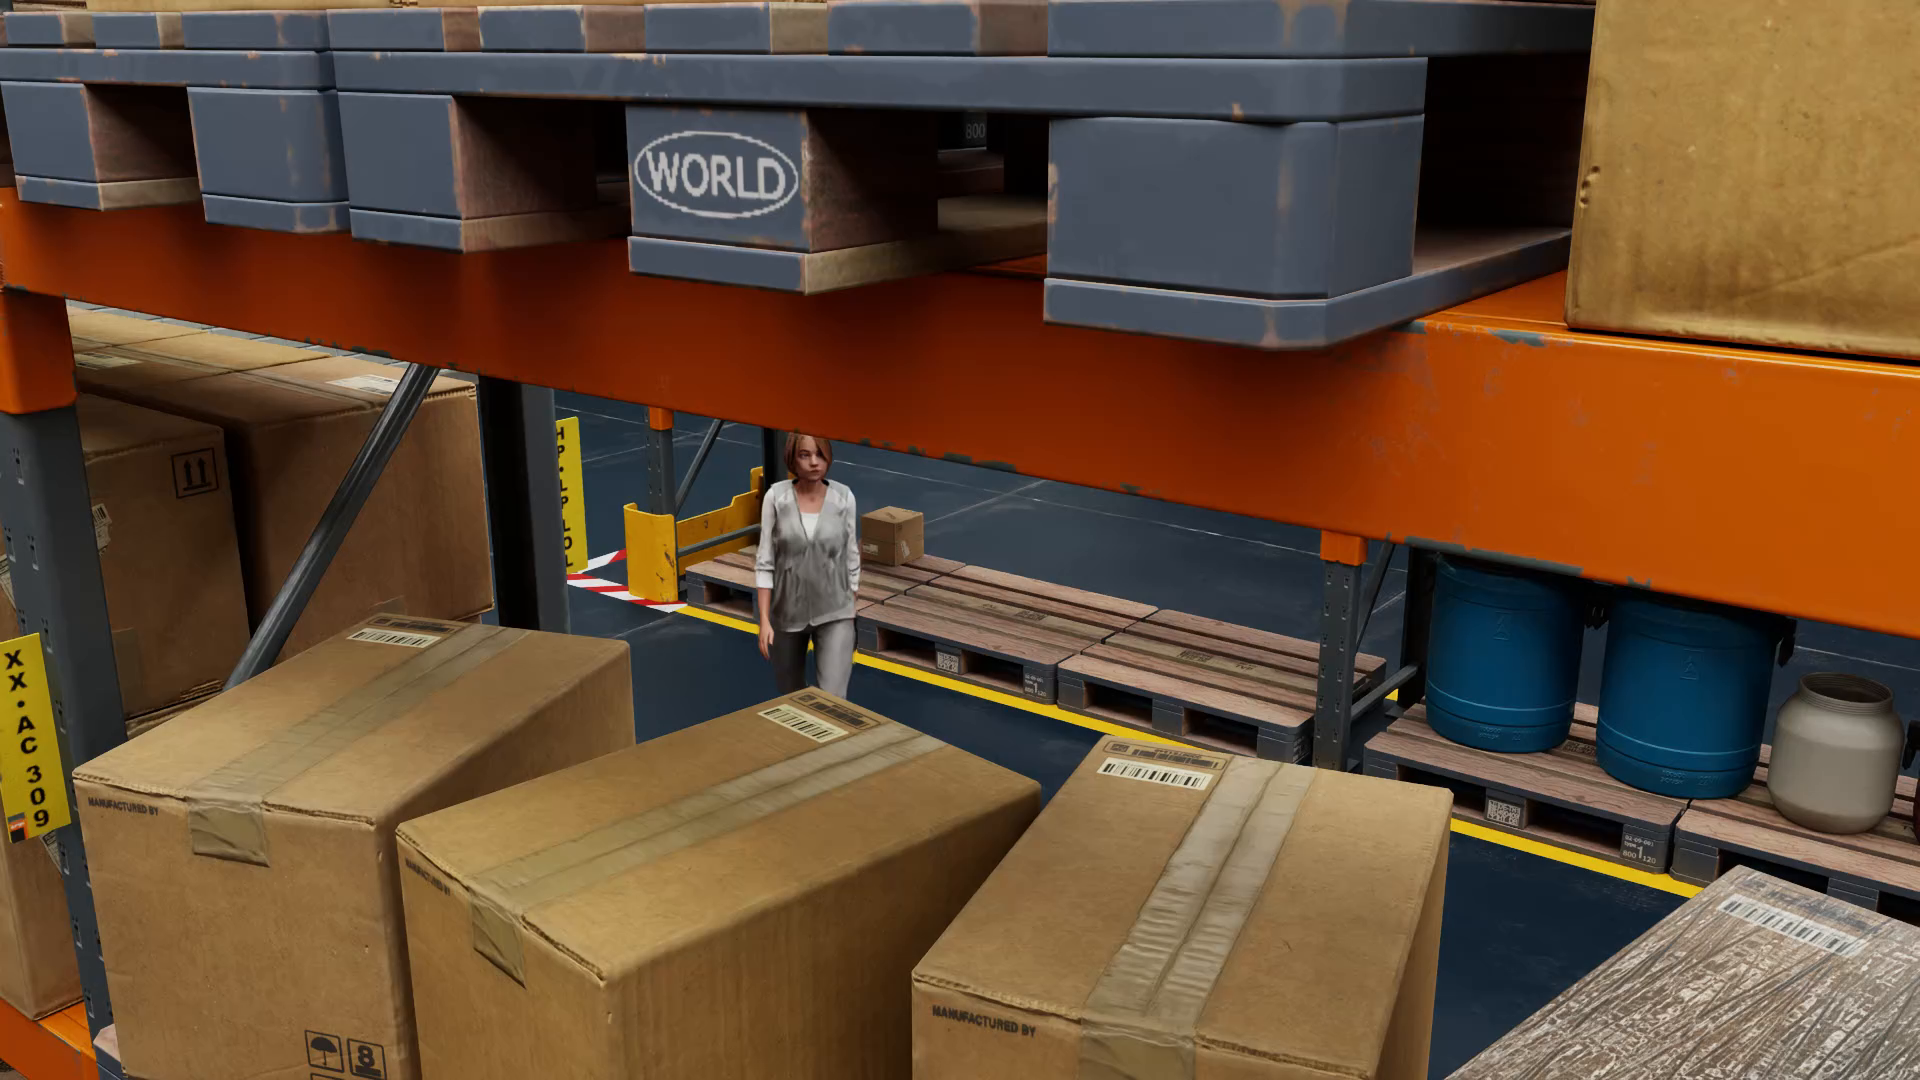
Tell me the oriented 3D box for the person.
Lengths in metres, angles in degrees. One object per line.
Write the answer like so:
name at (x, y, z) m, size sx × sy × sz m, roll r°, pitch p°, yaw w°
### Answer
person at (-0.593, 0.298, 6.551) m, size 0.406 × 1.546 × 0.930 m, roll 0°, pitch 17°, yaw -1°
